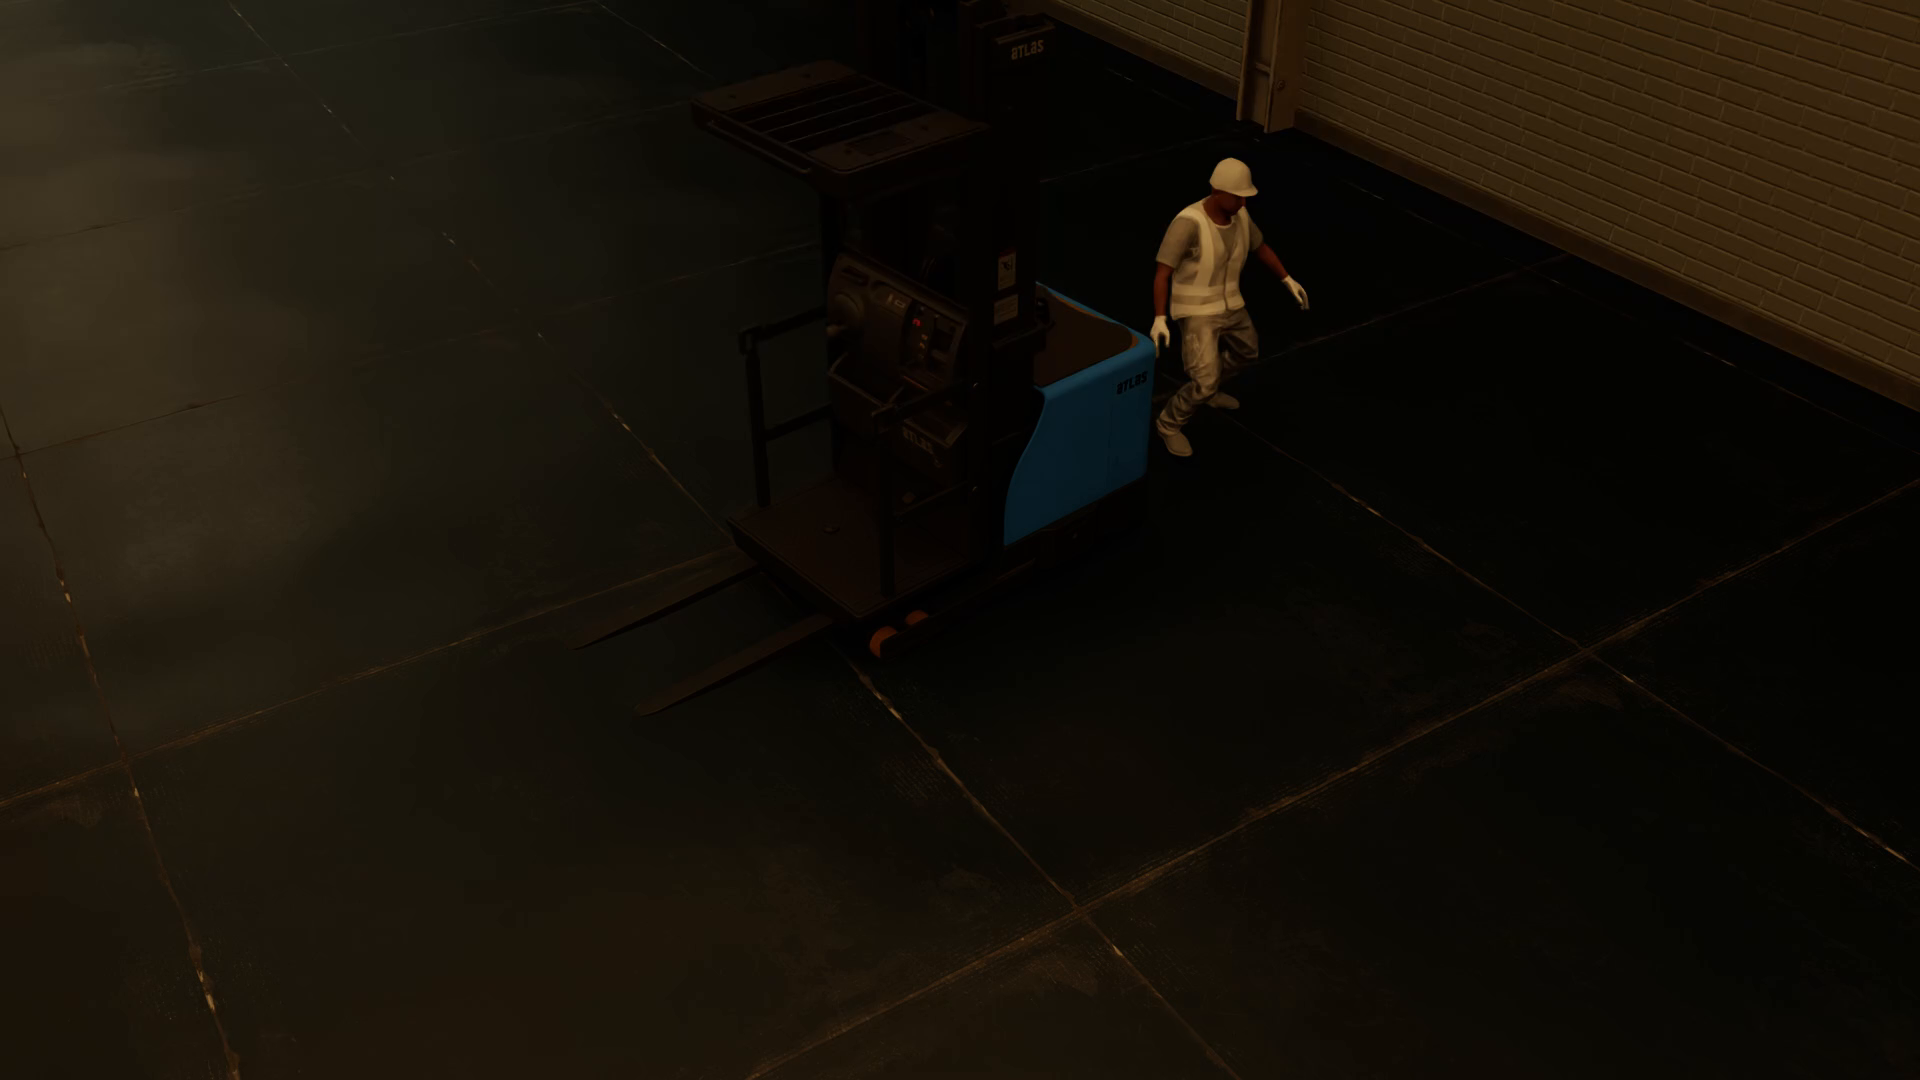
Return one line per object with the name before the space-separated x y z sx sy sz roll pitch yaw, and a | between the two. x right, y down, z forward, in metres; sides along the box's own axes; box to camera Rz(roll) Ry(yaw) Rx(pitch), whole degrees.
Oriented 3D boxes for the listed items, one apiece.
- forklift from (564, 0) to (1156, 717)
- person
forklift | -0.457 -0.965 7.520 3.031 2.935 1.130 -26 43 -32
person | 1.410 -1.298 9.135 1.012 1.651 0.661 -23 41 -29
